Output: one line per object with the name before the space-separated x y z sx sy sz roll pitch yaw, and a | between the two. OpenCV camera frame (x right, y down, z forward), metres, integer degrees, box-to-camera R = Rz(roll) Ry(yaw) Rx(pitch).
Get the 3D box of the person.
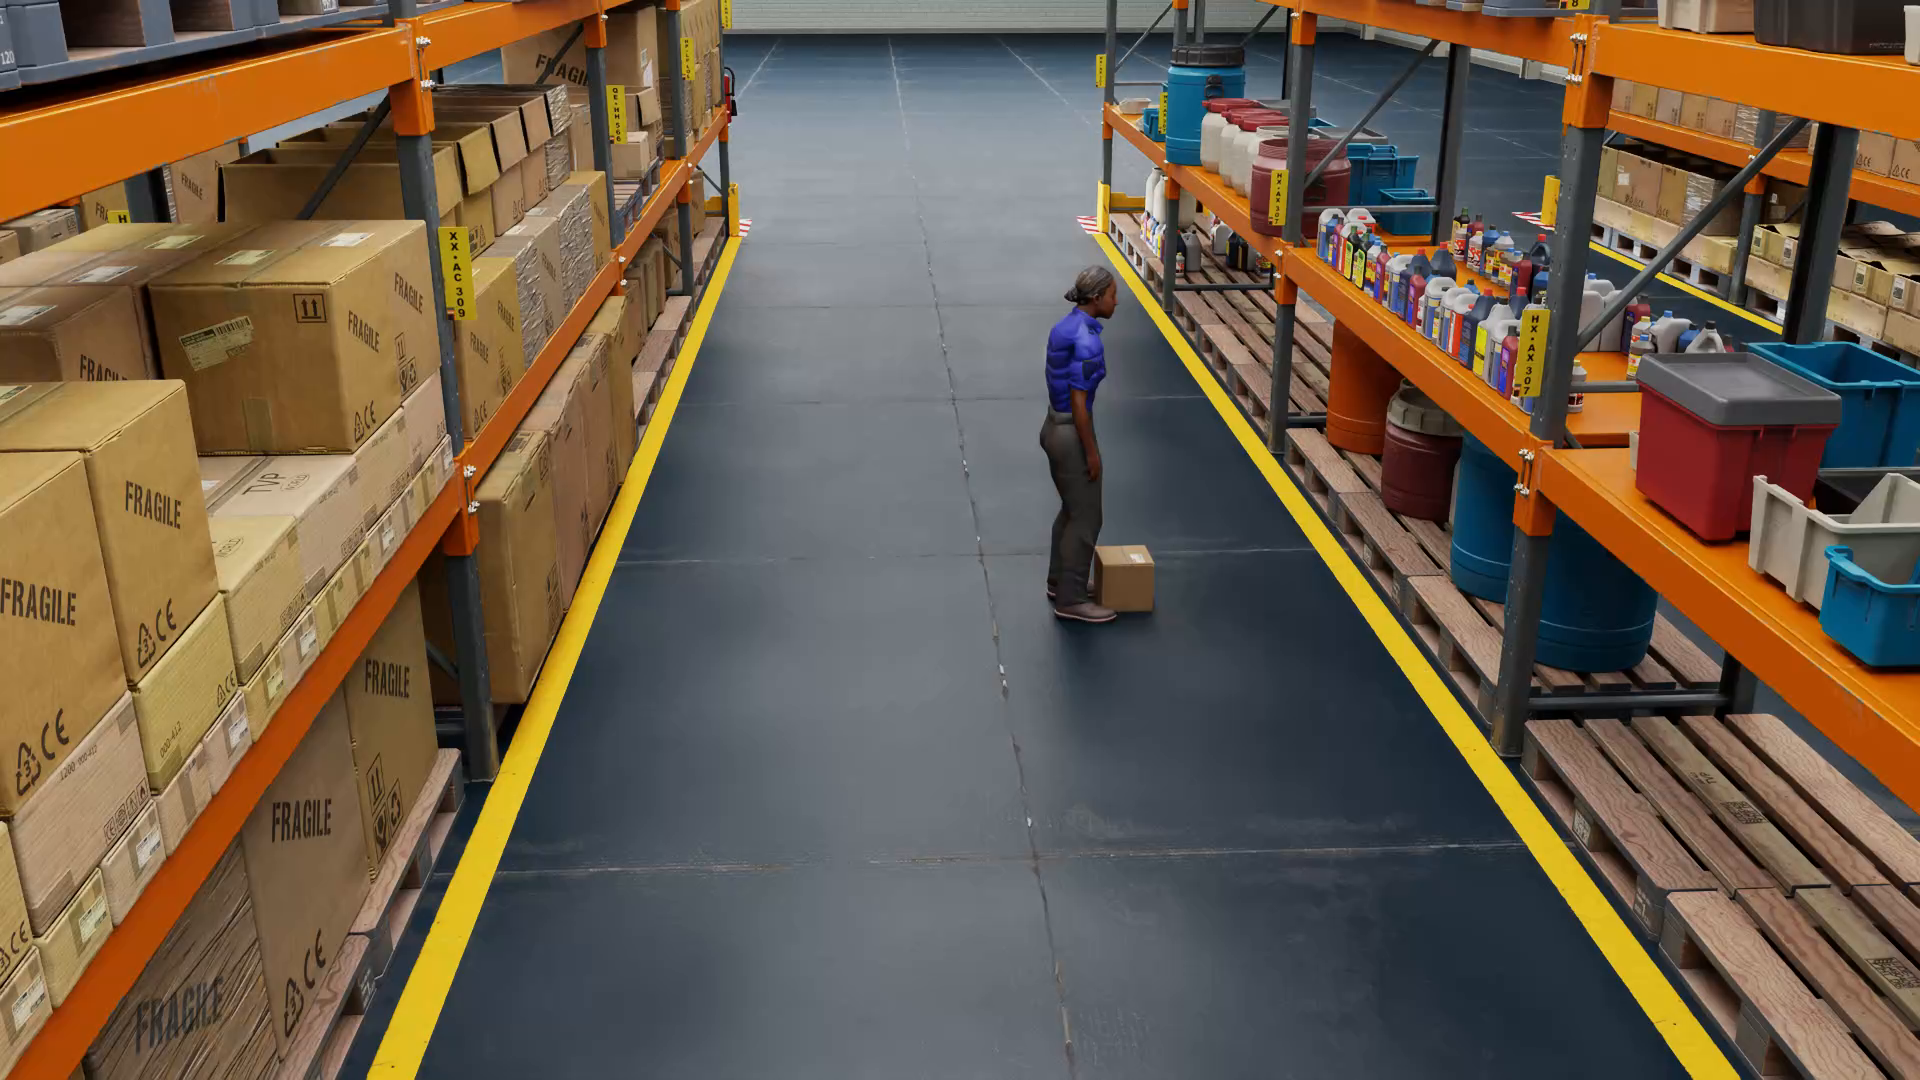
person | 0.559 -0.461 7.818 0.350 1.653 0.527 -2 21 -6
